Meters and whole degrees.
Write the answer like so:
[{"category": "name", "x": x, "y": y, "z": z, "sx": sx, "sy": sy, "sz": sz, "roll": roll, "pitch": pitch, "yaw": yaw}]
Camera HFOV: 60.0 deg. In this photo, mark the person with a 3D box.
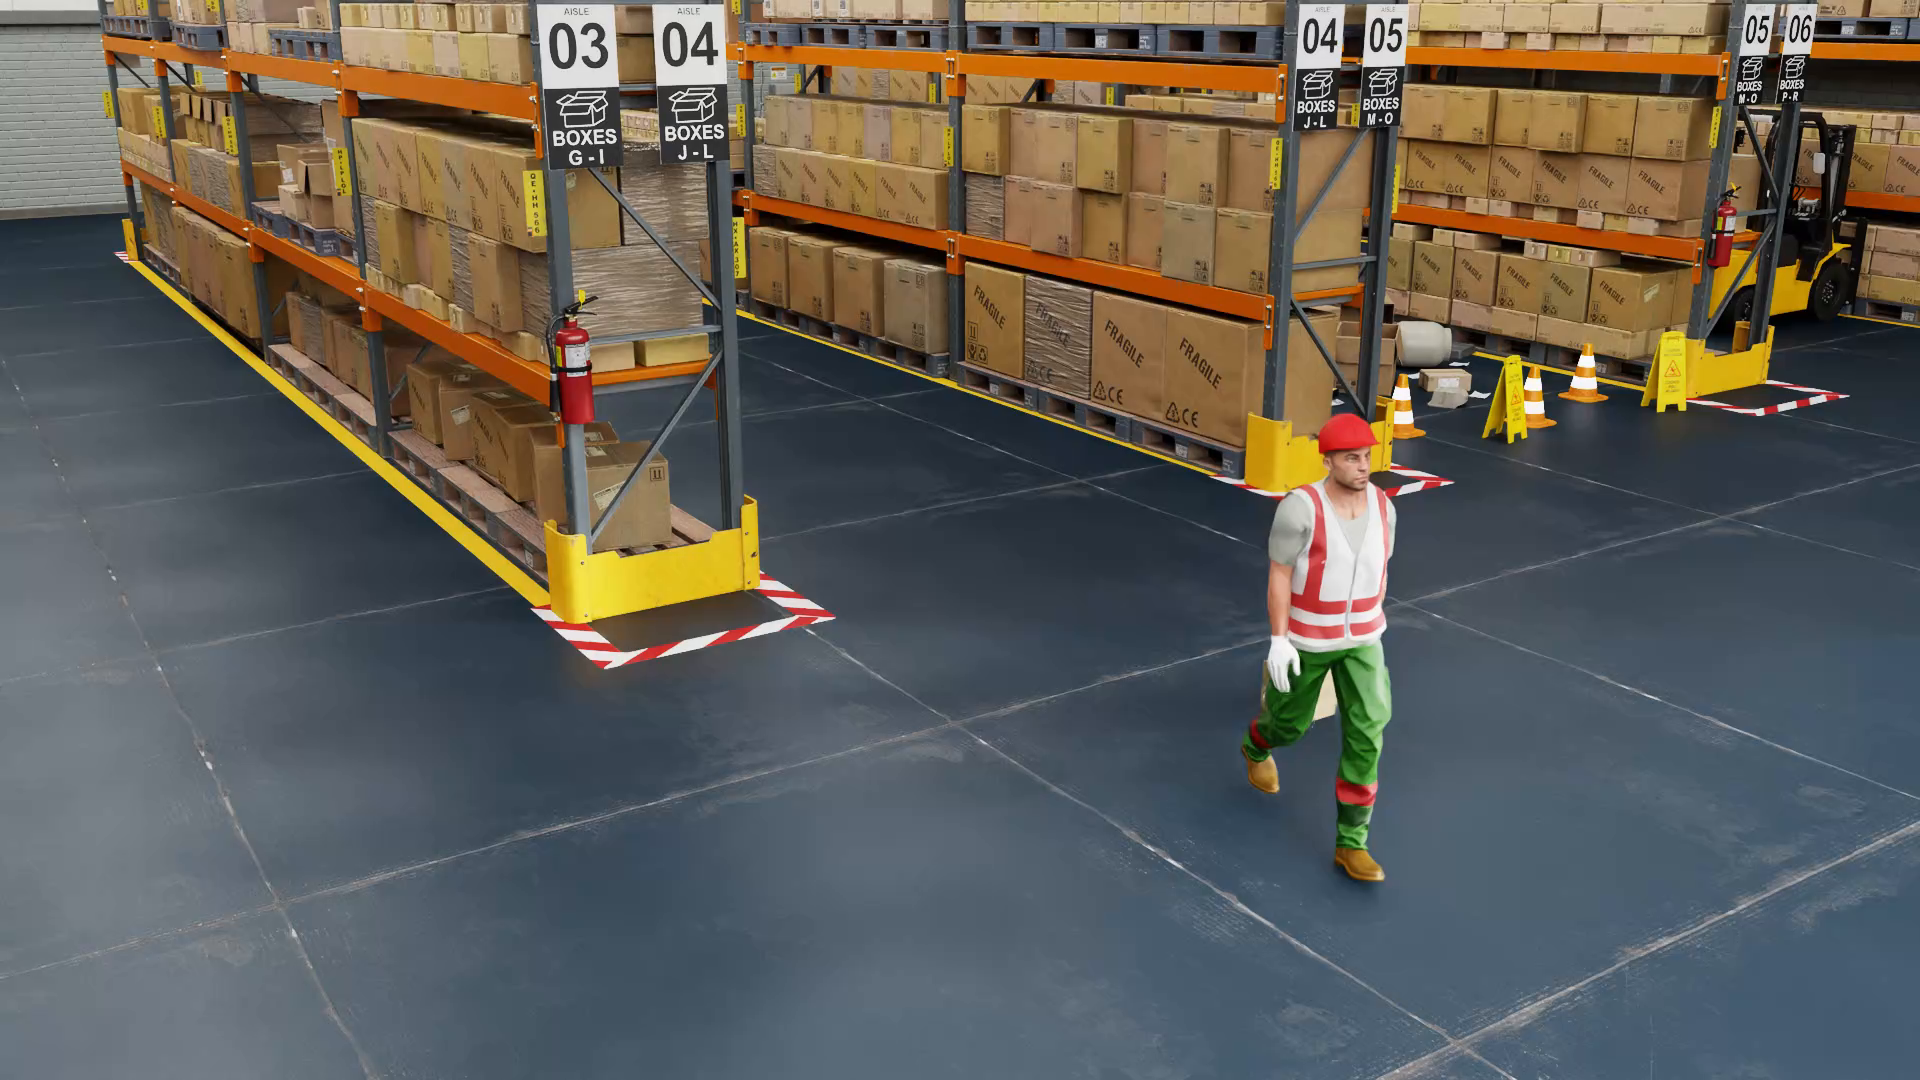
[{"category": "person", "x": 1.422, "y": 0.369, "z": 6.343, "sx": 0.552, "sy": 1.770, "sz": 0.835, "roll": -3, "pitch": 18, "yaw": -10}]
